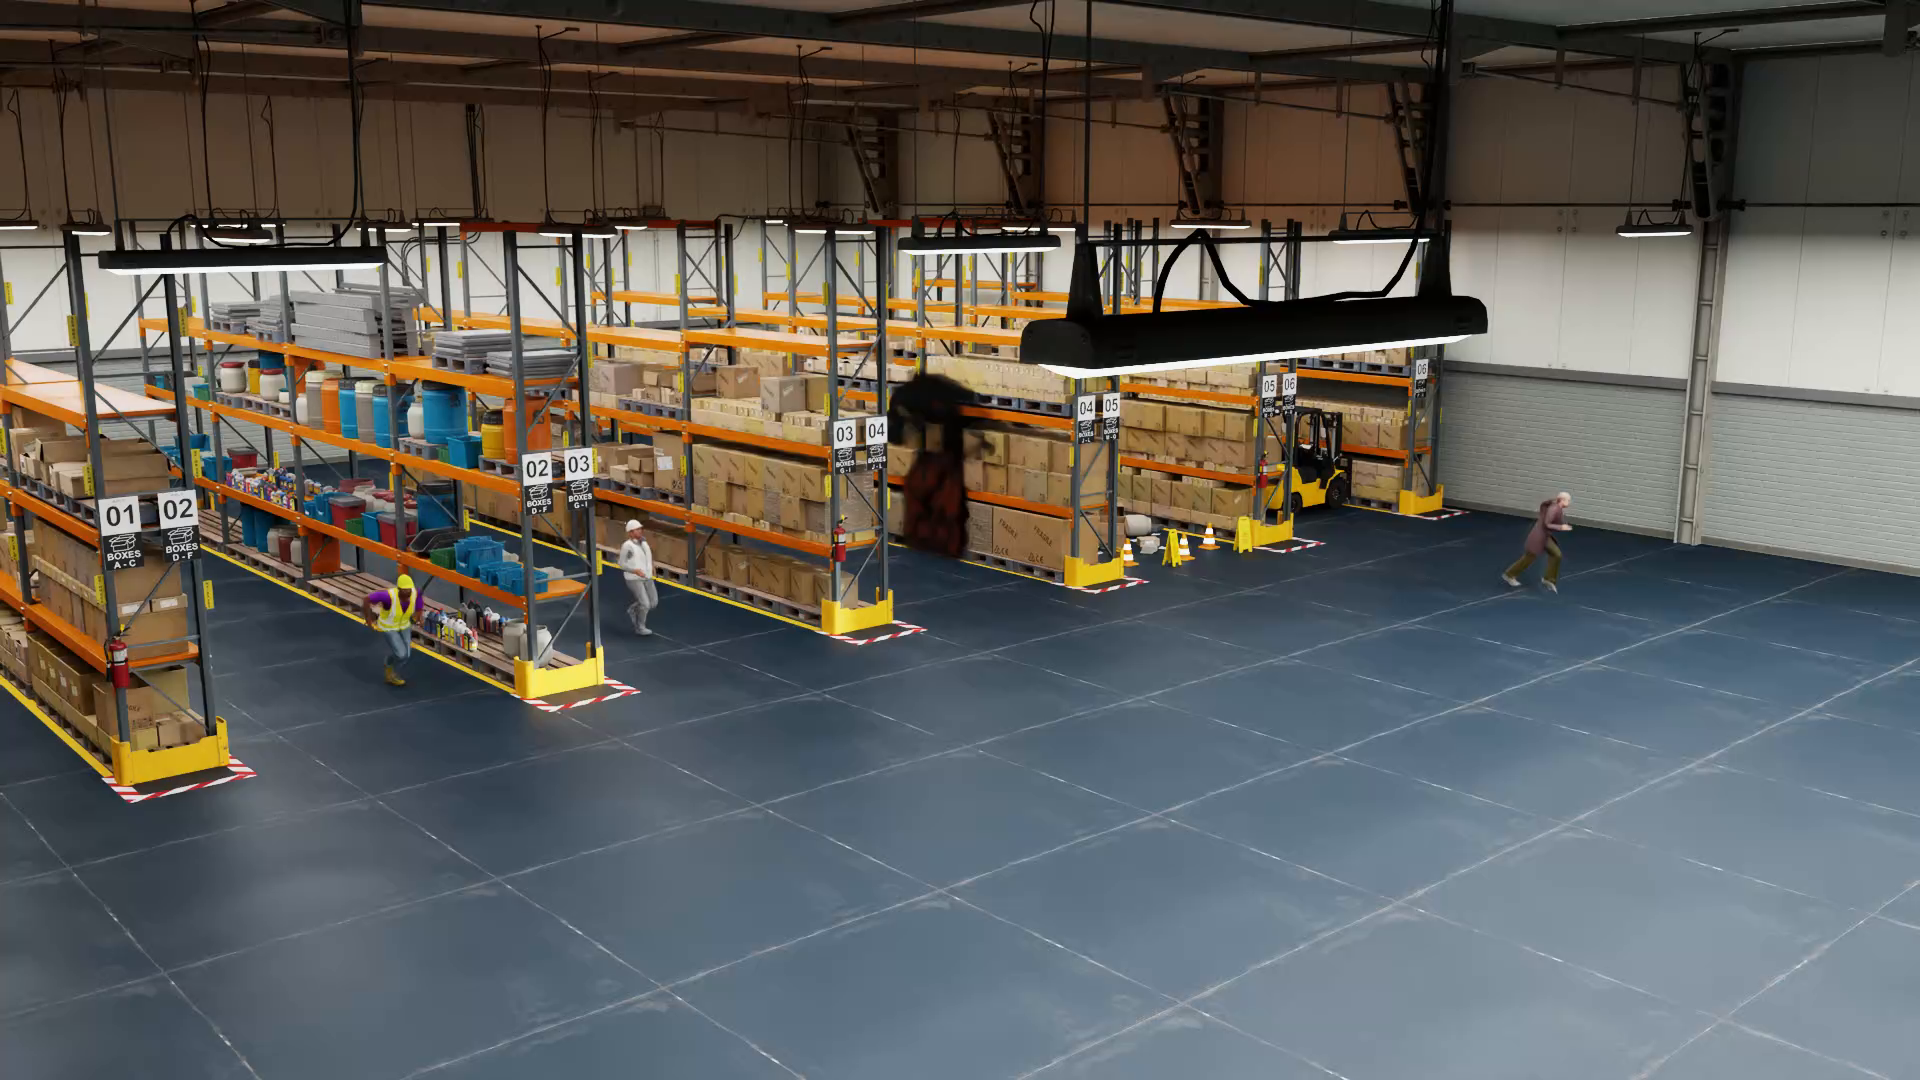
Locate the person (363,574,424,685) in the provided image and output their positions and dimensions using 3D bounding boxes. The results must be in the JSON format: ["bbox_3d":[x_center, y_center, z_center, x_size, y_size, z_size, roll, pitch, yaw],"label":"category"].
[{"bbox_3d":[-7.444,1.200,21.935,0.843,1.579,0.736,11,16,43],"label":"person"}]

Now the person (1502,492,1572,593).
[{"bbox_3d":[9.597,0.087,27.636,1.071,1.625,0.753,6,13,27],"label":"person"}]

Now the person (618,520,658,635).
[{"bbox_3d":[-4.794,0.553,24.772,0.609,1.722,0.657,7,13,29],"label":"person"}]
